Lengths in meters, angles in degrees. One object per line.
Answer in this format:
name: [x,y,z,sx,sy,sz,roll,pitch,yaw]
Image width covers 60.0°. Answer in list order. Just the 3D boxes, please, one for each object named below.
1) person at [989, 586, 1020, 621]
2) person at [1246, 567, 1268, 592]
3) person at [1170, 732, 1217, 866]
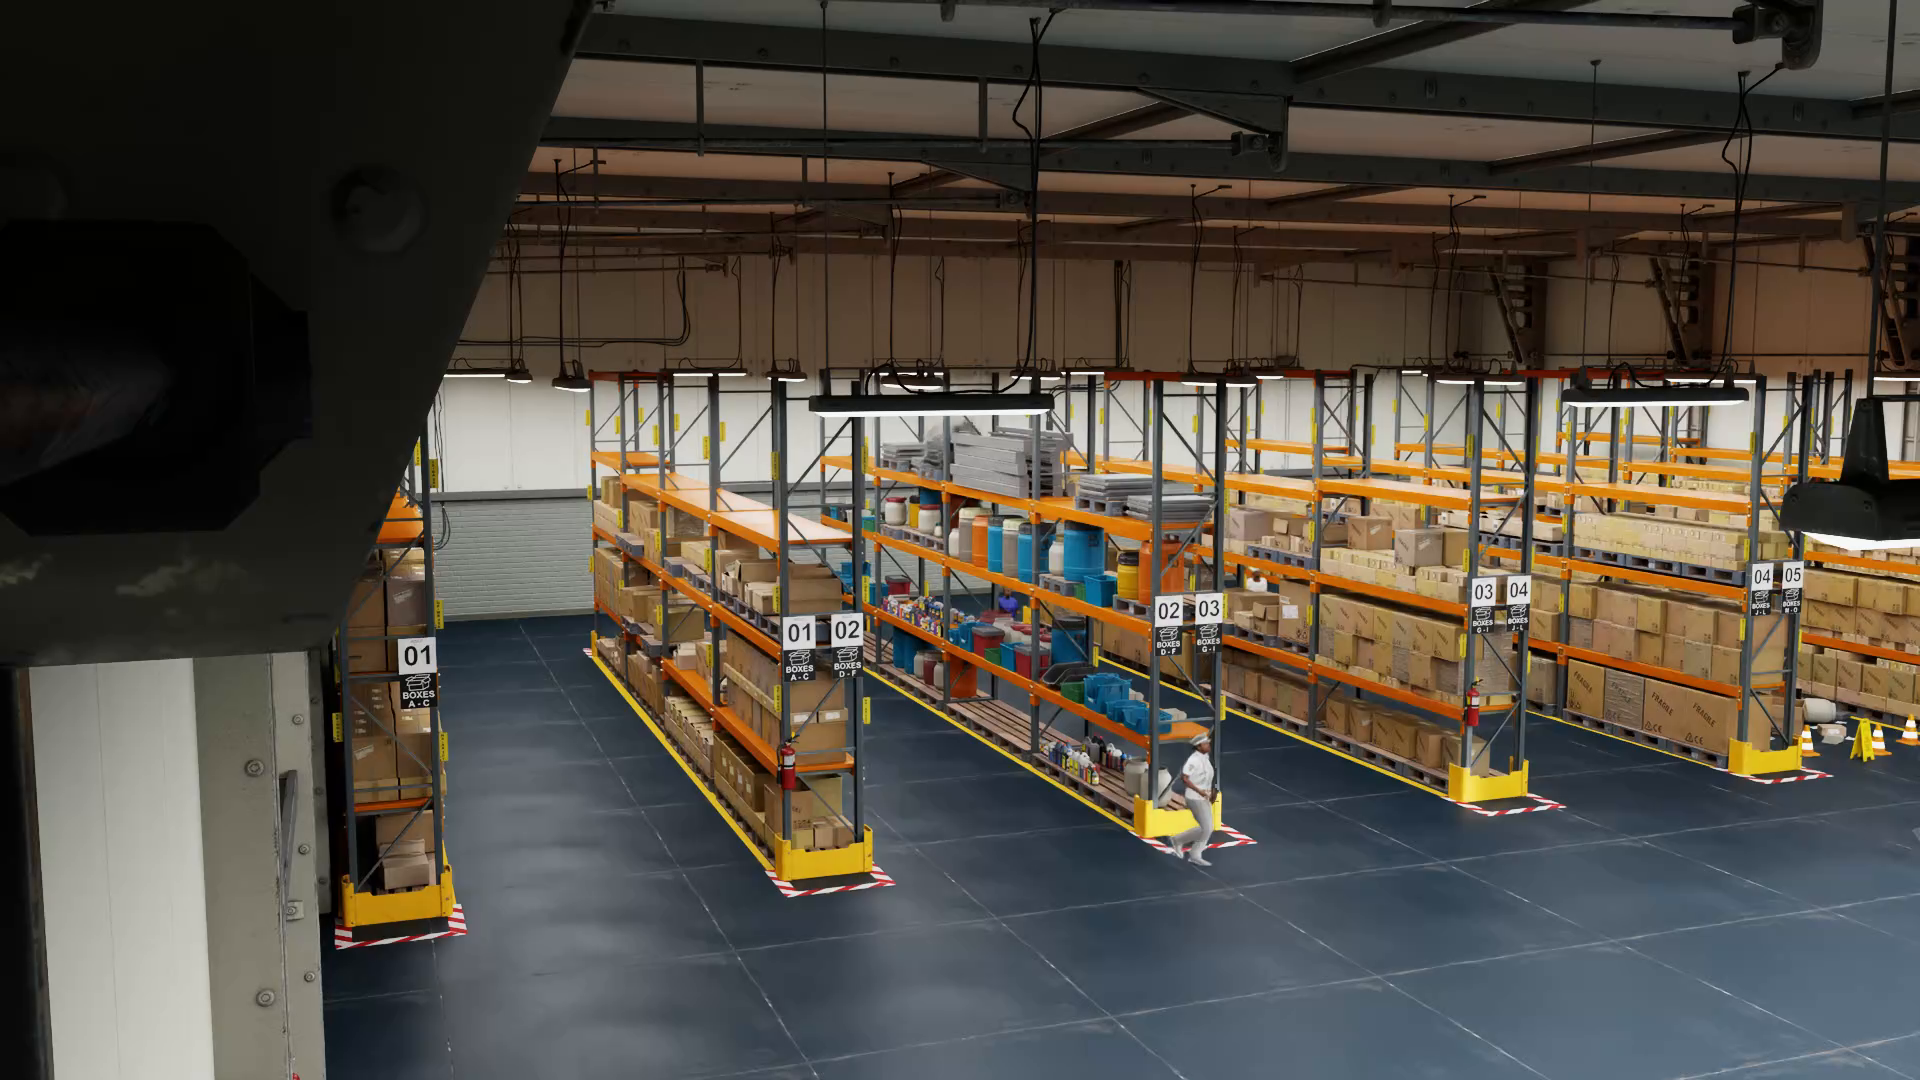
person: [0.940,1.743,33.605,0.566,1.672,0.908,-4,7,-31]
person: [6.411,1.451,36.009,0.697,1.813,0.730,-1,7,-12]
person: [2.933,3.216,20.741,0.533,1.684,0.583,3,7,23]
